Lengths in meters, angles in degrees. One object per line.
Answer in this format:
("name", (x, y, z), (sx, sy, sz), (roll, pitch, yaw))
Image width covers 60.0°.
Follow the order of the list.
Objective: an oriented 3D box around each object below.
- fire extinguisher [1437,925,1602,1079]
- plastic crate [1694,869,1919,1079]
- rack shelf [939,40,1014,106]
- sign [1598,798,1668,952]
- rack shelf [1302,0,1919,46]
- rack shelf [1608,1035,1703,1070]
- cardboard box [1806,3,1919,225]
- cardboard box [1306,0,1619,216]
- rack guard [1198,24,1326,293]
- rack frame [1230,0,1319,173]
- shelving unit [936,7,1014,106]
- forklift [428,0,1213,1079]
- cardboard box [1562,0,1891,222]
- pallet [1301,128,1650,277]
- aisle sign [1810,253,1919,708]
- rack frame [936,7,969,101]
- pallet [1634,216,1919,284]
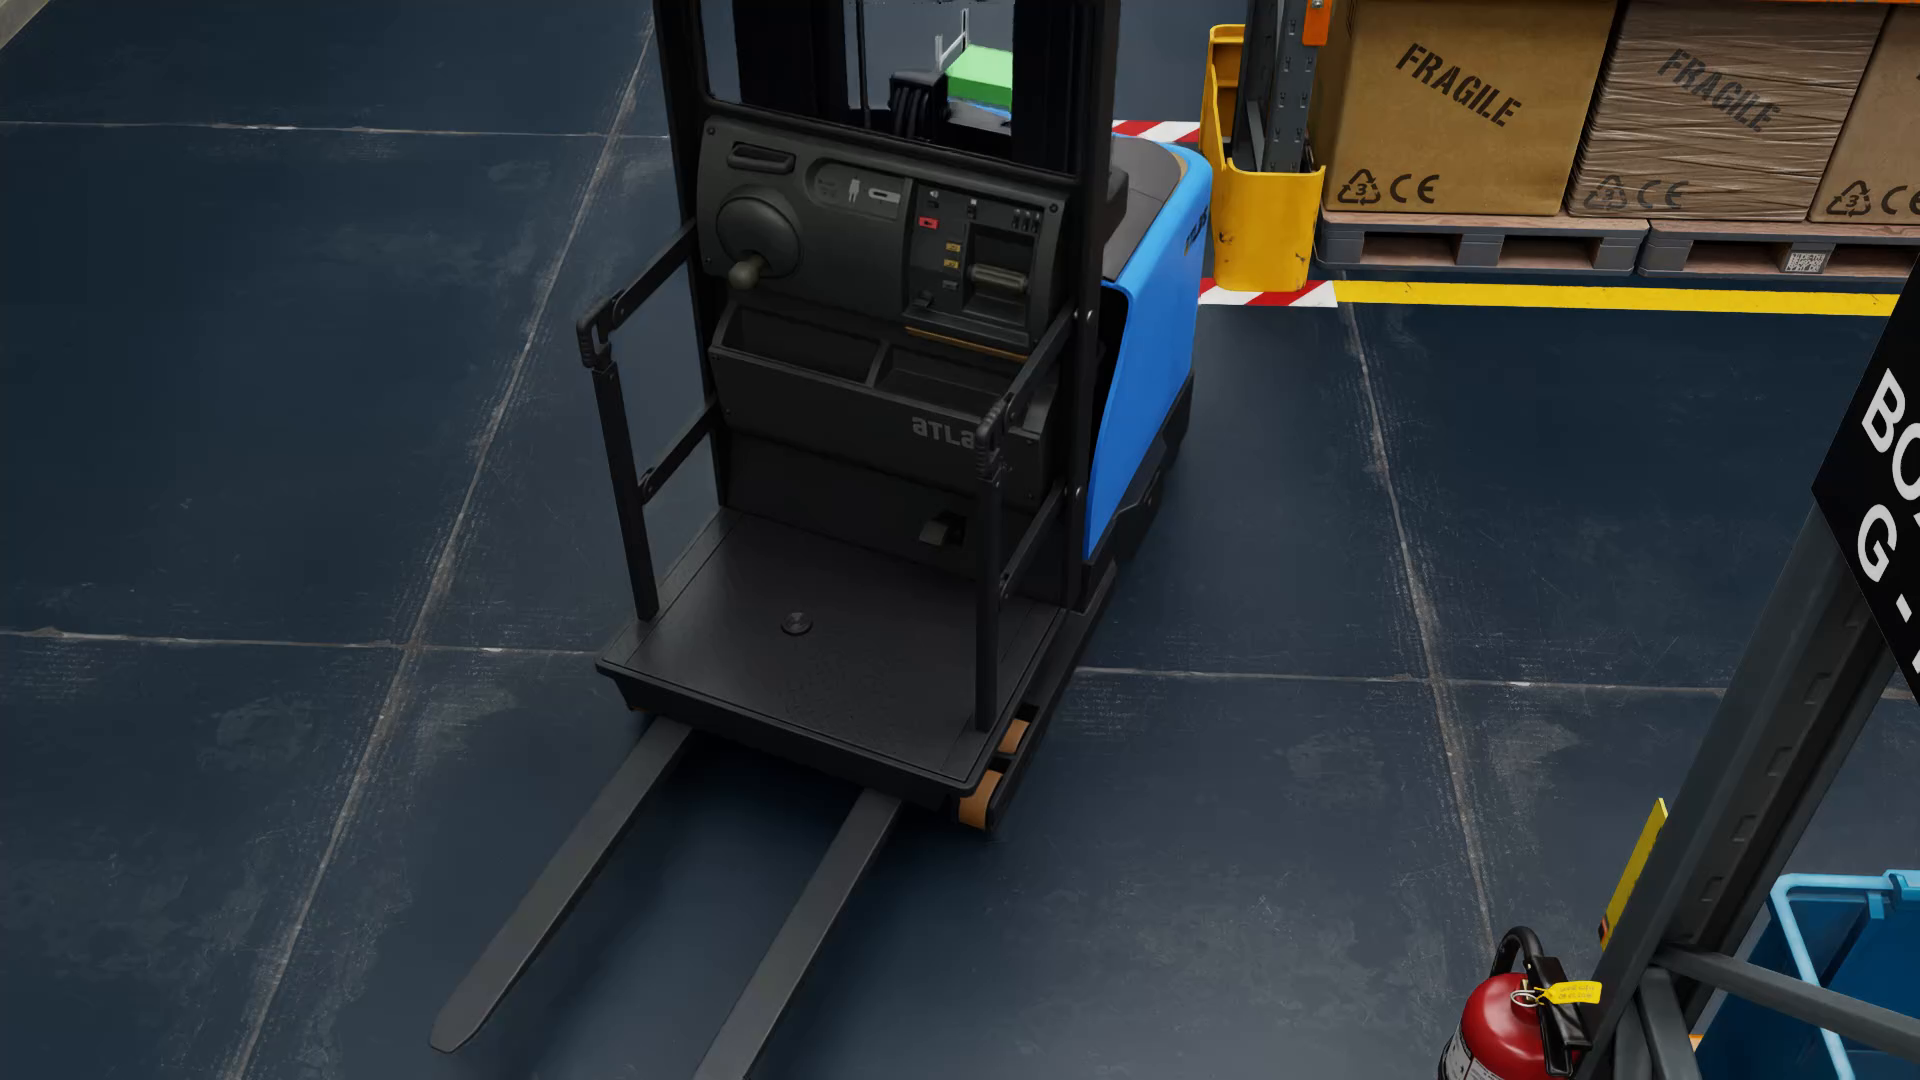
("fire extinguisher", (0.831, 0.795, 2.526), (0.183, 0.674, 0.296), (2, 43, 2))
("plastic crate", (1.304, 0.792, 2.129), (0.499, 0.435, 0.616), (2, 43, 2))
("rack shelf", (0.201, -1.431, 5.289), (0.480, 0.148, 0.258), (16, 43, 16))
("sign", (0.970, 0.509, 2.383), (0.005, 0.325, 0.100), (2, 43, 2))
("rack shelf", (3.182, -2.104, 5.836), (4.000, 0.370, 1.077), (2, 43, 2))
("rack shelf", (2.959, 1.269, 2.215), (4.000, 0.370, 1.077), (2, 43, 2))
("cardboard box", (3.625, -1.784, 6.215), (0.875, 0.875, 0.875), (2, 43, 2))
("cardboard box", (1.827, -1.840, 6.275), (0.875, 0.875, 0.875), (2, 43, 2))
("rack guard", (1.160, -1.515, 6.509), (0.348, 0.500, 1.175), (2, 43, 2))
("rack frame", (1.184, -2.428, 5.656), (0.127, 3.000, 1.000), (2, 43, 2))
("shelving unit", (0.196, -1.117, 5.562), (0.503, 1.200, 0.258), (16, 43, 16))
("forklift", (-0.285, -0.641, 3.787), (1.130, 2.935, 3.031), (16, 45, 17))
("cardboard box", (2.736, -1.812, 6.245), (0.875, 0.875, 0.875), (2, 43, 2))
("pallet", (1.987, -1.437, 6.638), (1.213, 0.211, 1.003), (2, 43, 2))
("aisle sign", (0.902, -0.209, 1.366), (0.004, 0.787, 0.394), (2, 43, 2))
("rack frame", (-0.030, -1.180, 5.629), (0.015, 1.200, 0.240), (16, 43, 16))
("pallet", (3.202, -1.398, 6.595), (1.213, 0.211, 1.003), (2, 43, 2))
